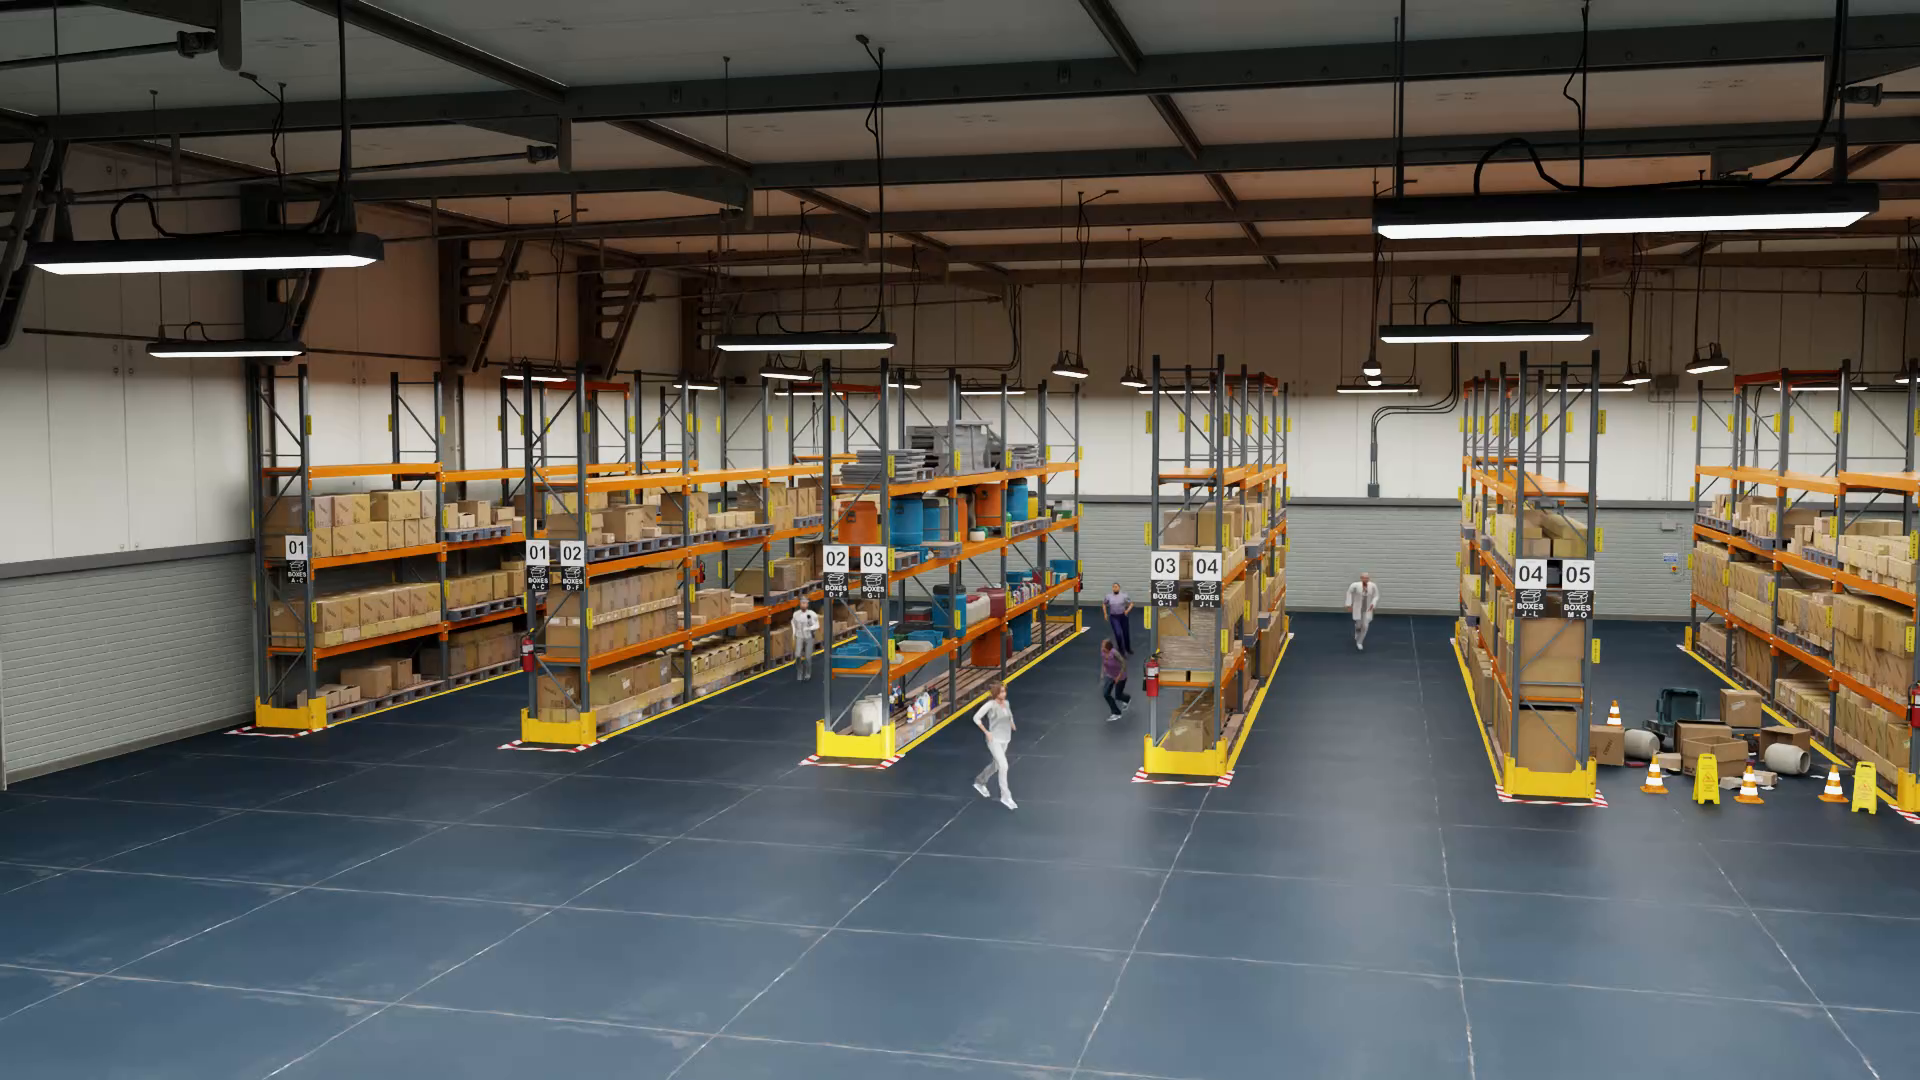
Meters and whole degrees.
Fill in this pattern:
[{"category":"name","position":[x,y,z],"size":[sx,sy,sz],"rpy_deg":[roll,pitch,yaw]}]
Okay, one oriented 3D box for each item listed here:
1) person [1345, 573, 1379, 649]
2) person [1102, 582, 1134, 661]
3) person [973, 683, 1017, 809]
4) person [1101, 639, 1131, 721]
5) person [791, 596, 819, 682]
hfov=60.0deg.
[{"category":"person","position":[9.044,1.671,37.415],"size":[0.703,1.518,0.714],"rpy_deg":[0,4,-3]},{"category":"person","position":[3.420,1.738,35.715],"size":[0.696,1.652,0.854],"rpy_deg":[0,4,-2]},{"category":"person","position":[0.468,2.676,21.899],"size":[0.788,1.617,0.561],"rpy_deg":[3,5,41]},{"category":"person","position":[2.689,2.351,28.297],"size":[0.533,1.419,0.965],"rpy_deg":[3,5,37]},{"category":"person","position":[-3.032,1.922,32.376],"size":[0.602,1.678,0.642],"rpy_deg":[0,4,7]}]
